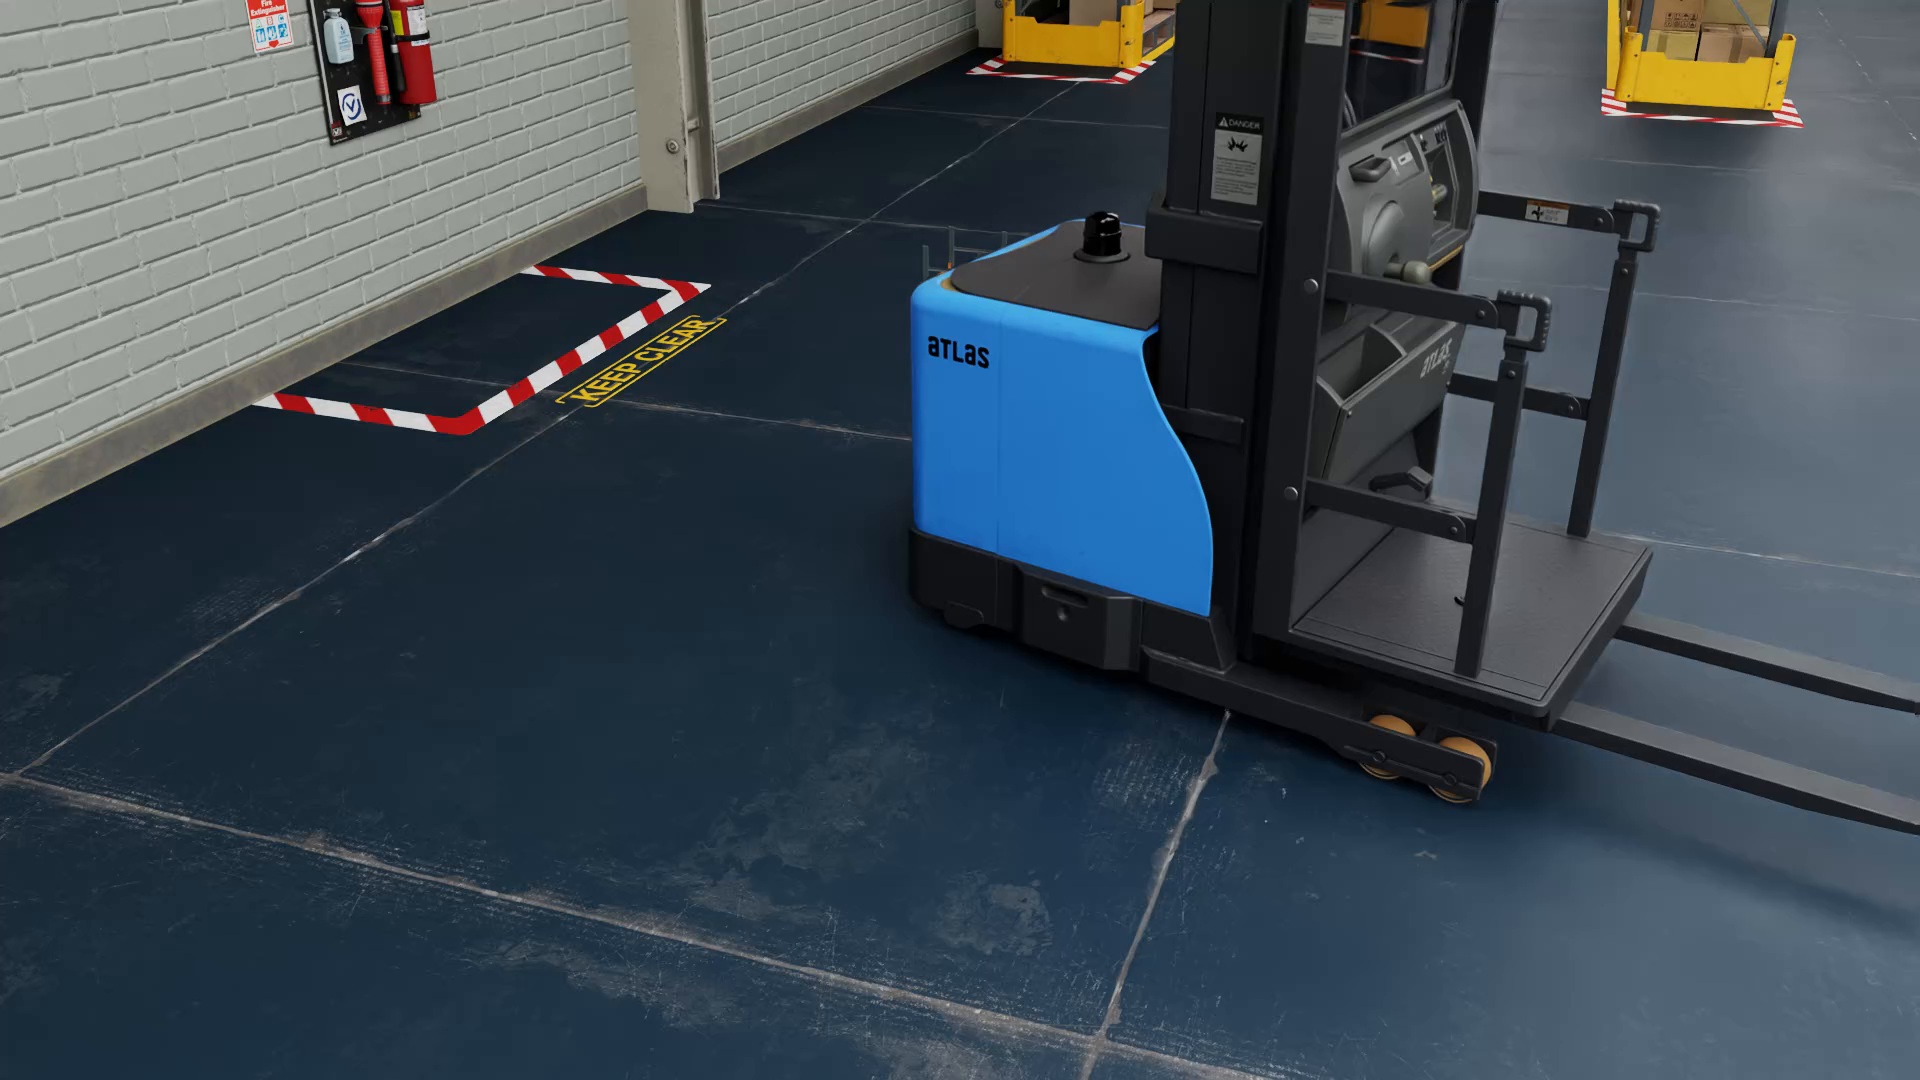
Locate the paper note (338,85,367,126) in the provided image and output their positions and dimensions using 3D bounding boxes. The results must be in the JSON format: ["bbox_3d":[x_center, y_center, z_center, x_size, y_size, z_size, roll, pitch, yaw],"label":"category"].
[{"bbox_3d":[-2.636,-1.886,7.214,0.016,0.148,0.142,9,27,17],"label":"paper note"}]

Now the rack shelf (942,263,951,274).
[{"bbox_3d":[0.018,-0.740,5.448,0.215,0.259,0.240,9,27,17],"label":"rack shelf"}]

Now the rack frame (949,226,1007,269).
[{"bbox_3d":[0.058,-0.545,5.670,0.200,1.050,0.008,9,27,17],"label":"rack frame"}]

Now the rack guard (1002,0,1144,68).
[{"bbox_3d":[0.951,-4.314,14.086,1.175,0.500,0.348,9,27,17],"label":"rack guard"}]

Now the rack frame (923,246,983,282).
[{"bbox_3d":[-0.023,-0.444,5.463,0.200,1.050,0.008,9,27,17],"label":"rack frame"}]

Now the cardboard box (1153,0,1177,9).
[{"bbox_3d":[1.722,-5.281,15.578,0.700,0.500,0.500,7,27,14],"label":"cardboard box"}]

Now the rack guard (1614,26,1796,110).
[{"bbox_3d":[5.591,-3.556,12.521,1.175,0.500,0.348,9,27,17],"label":"rack guard"}]

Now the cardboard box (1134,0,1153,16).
[{"bbox_3d":[1.431,-4.901,15.011,0.500,0.311,0.500,11,28,22],"label":"cardboard box"}]

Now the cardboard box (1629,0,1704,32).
[{"bbox_3d":[5.496,-4.243,12.885,0.500,0.500,0.500,9,27,17],"label":"cardboard box"}]

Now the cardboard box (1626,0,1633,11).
[{"bbox_3d":[5.815,-4.657,13.738,0.500,0.500,0.500,9,27,17],"label":"cardboard box"}]

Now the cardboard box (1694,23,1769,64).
[{"bbox_3d":[5.987,-3.831,12.893,0.500,0.250,0.500,9,27,17],"label":"cardboard box"}]

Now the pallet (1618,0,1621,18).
[{"bbox_3d":[7.138,-5.388,16.636,1.003,0.211,1.213,9,27,17],"label":"pallet"}]

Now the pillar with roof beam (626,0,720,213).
[{"bbox_3d":[2.406,-5.431,6.641,9.100,9.000,0.400,9,27,17],"label":"pillar with roof beam"}]

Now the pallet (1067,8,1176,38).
[{"bbox_3d":[1.663,-5.012,15.860,1.003,0.211,1.213,9,27,17],"label":"pallet"}]

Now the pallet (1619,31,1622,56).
[{"bbox_3d":[6.221,-4.256,14.298,1.003,0.211,1.213,9,27,17],"label":"pallet"}]

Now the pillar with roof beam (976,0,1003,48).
[{"bbox_3d":[4.403,-7.897,11.733,9.100,9.000,0.400,9,27,17],"label":"pillar with roof beam"}]

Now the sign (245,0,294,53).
[{"bbox_3d":[-2.793,-2.149,6.705,0.001,0.329,0.234,9,27,17],"label":"sign"}]

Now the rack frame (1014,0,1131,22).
[{"bbox_3d":[0.926,-5.408,13.477,1.000,3.000,0.127,9,27,17],"label":"rack frame"}]

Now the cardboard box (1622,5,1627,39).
[{"bbox_3d":[5.818,-4.319,13.901,0.500,0.250,0.500,9,27,17],"label":"cardboard box"}]

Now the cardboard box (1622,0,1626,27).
[{"bbox_3d":[5.986,-4.524,14.325,0.500,0.250,0.500,9,27,17],"label":"cardboard box"}]

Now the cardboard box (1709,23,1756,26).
[{"bbox_3d":[6.150,-4.037,13.318,0.500,0.250,0.500,9,27,17],"label":"cardboard box"}]

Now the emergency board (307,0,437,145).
[{"bbox_3d":[-2.512,-2.345,7.152,0.194,1.169,0.643,9,27,17],"label":"emergency board"}]

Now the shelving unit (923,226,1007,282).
[{"bbox_3d":[0.018,-0.495,5.567,0.215,1.050,0.252,9,27,17],"label":"shelving unit"}]

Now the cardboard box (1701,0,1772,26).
[{"bbox_3d":[6.151,-4.374,13.154,0.500,0.500,0.500,9,27,17],"label":"cardboard box"}]

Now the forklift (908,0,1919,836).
[{"bbox_3d":[1.345,-0.899,4.242,3.031,2.935,1.130,17,30,30],"label":"forklift"}]

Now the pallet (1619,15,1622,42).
[{"bbox_3d":[6.626,-4.759,15.337,1.003,0.211,1.213,9,27,17],"label":"pallet"}]

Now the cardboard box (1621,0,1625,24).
[{"bbox_3d":[6.147,-4.730,14.751,0.500,0.250,0.500,9,27,17],"label":"cardboard box"}]

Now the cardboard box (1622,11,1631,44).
[{"bbox_3d":[5.654,-4.113,13.476,0.500,0.250,0.500,9,27,17],"label":"cardboard box"}]

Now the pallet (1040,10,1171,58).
[{"bbox_3d":[1.255,-4.513,14.828,1.003,0.211,1.213,9,27,17],"label":"pallet"}]

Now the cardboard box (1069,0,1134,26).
[{"bbox_3d":[1.241,-4.667,14.527,0.500,0.311,0.500,6,26,12],"label":"cardboard box"}]

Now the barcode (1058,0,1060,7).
[{"bbox_3d":[0.870,-4.736,14.661,0.001,0.075,0.075,9,27,17],"label":"barcode"}]

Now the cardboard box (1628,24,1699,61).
[{"bbox_3d":[5.498,-3.906,13.048,0.500,0.250,0.500,9,27,17],"label":"cardboard box"}]

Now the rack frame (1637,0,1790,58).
[{"bbox_3d":[5.599,-4.691,11.996,1.000,3.000,0.127,9,27,17],"label":"rack frame"}]

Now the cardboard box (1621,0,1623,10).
[{"bbox_3d":[6.318,-4.935,15.174,0.500,0.250,0.500,9,27,17],"label":"cardboard box"}]
